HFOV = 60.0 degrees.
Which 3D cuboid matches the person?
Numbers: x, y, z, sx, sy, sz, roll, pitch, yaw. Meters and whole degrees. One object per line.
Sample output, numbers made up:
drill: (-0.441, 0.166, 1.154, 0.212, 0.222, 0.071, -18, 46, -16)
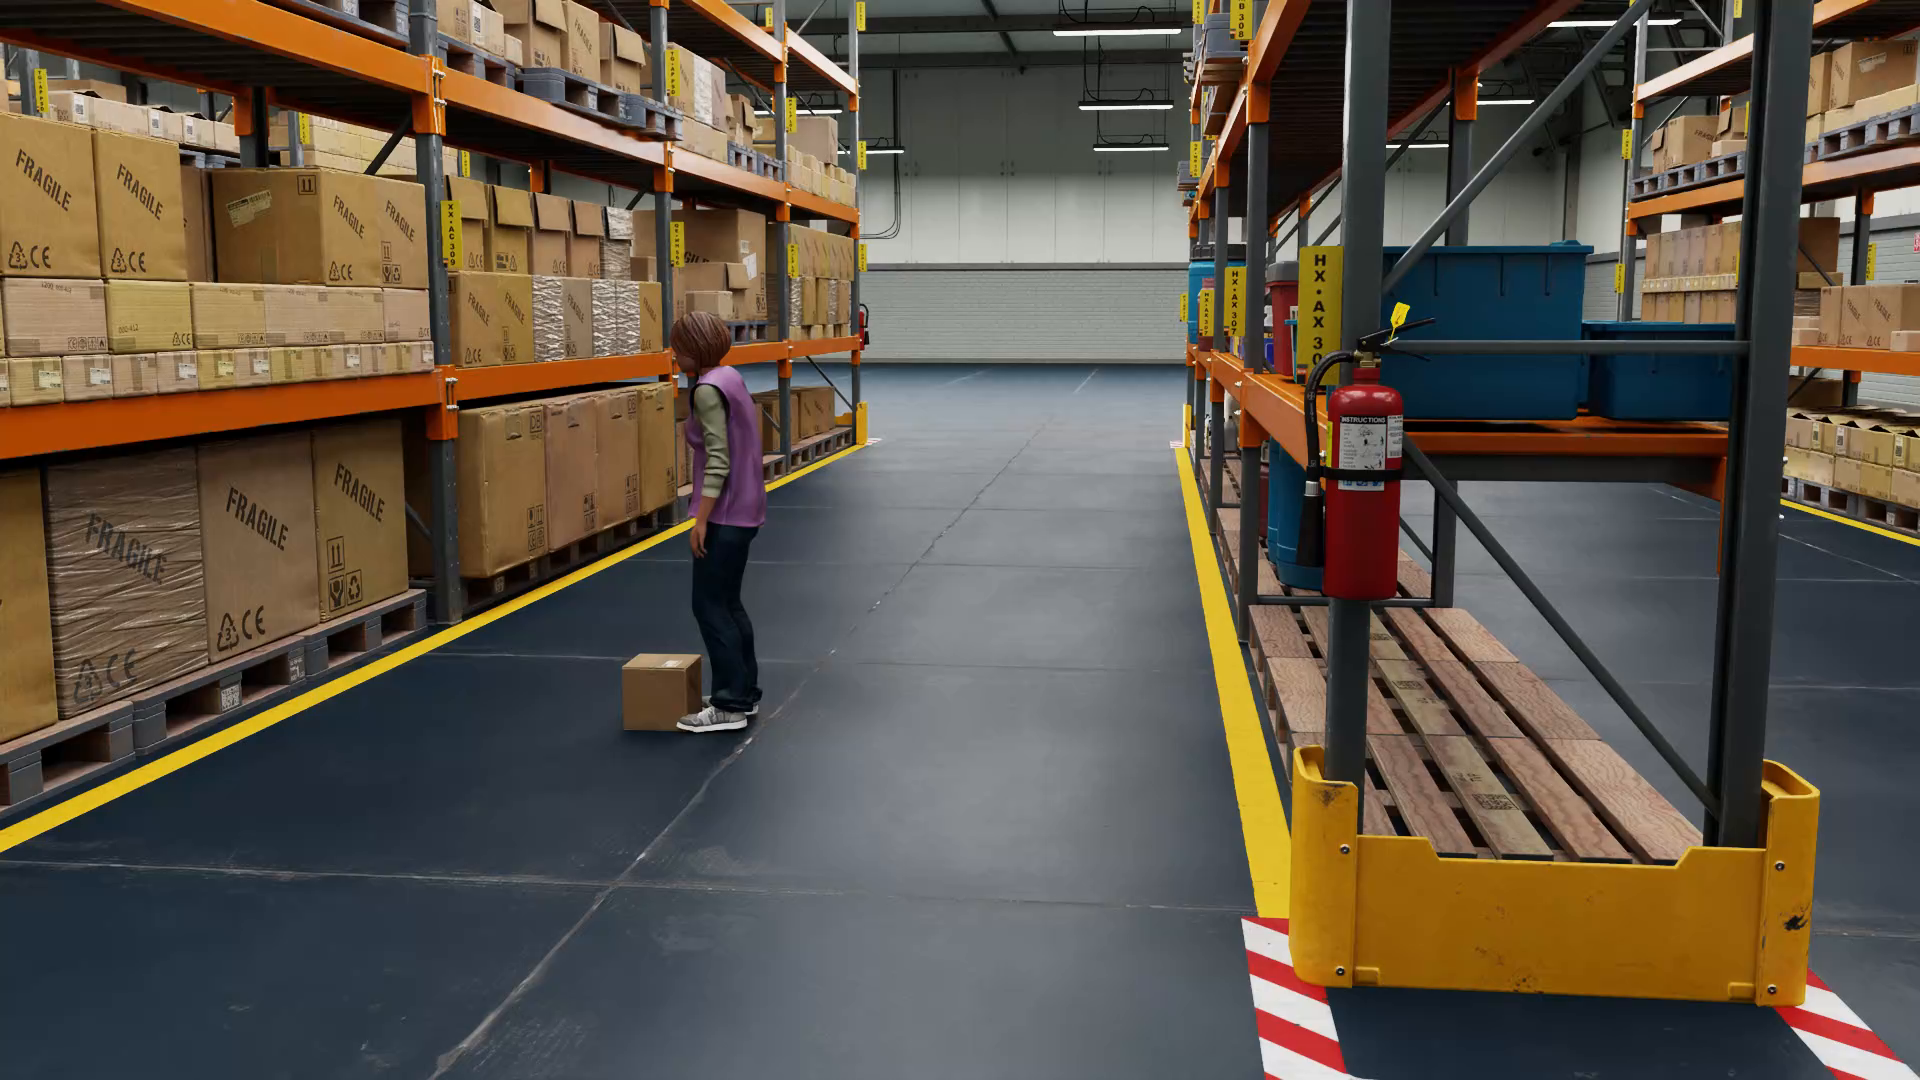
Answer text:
person: (-0.913, -0.015, 6.364, 0.340, 1.481, 0.484, 0, 8, 3)
